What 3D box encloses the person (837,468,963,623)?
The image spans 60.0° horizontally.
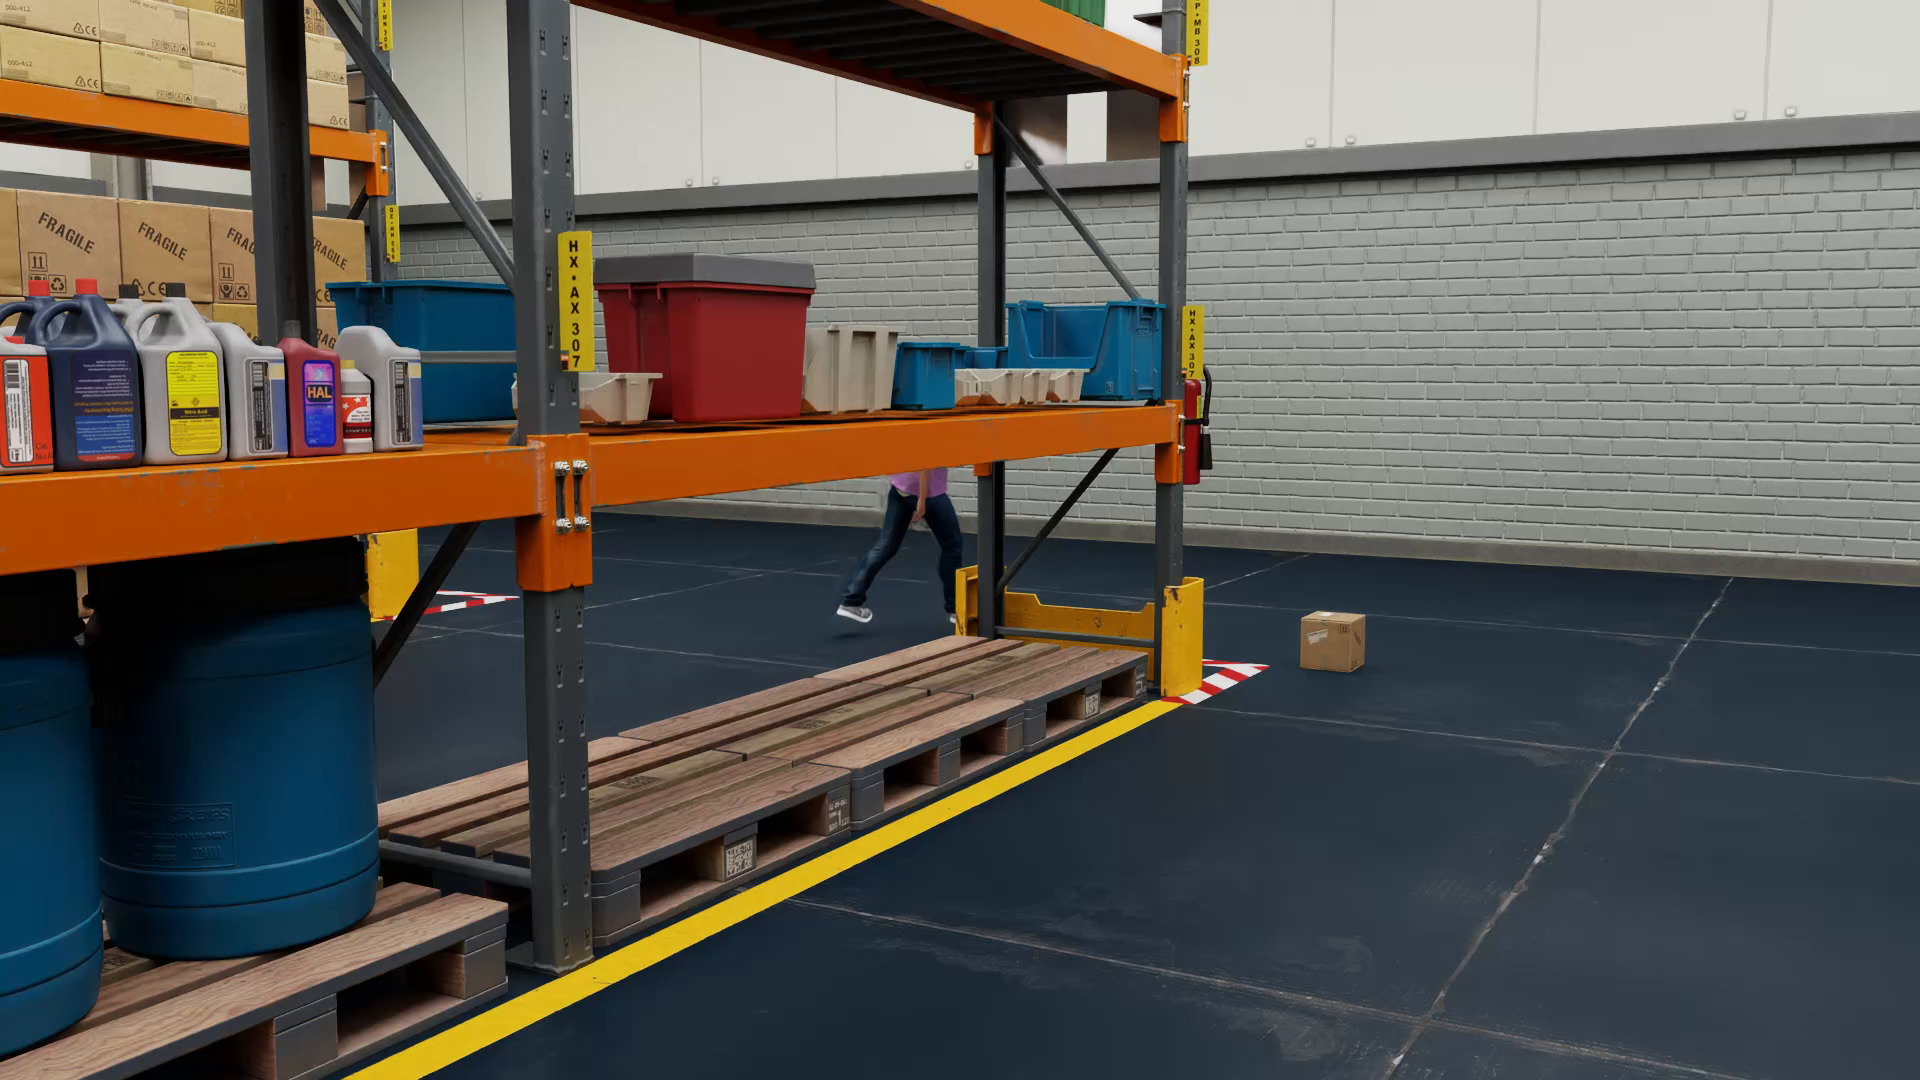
[{"bbox_3d":[-0.221,-0.269,9.171,0.942,1.527,0.486,-4,7,-33],"label":"person"}]
